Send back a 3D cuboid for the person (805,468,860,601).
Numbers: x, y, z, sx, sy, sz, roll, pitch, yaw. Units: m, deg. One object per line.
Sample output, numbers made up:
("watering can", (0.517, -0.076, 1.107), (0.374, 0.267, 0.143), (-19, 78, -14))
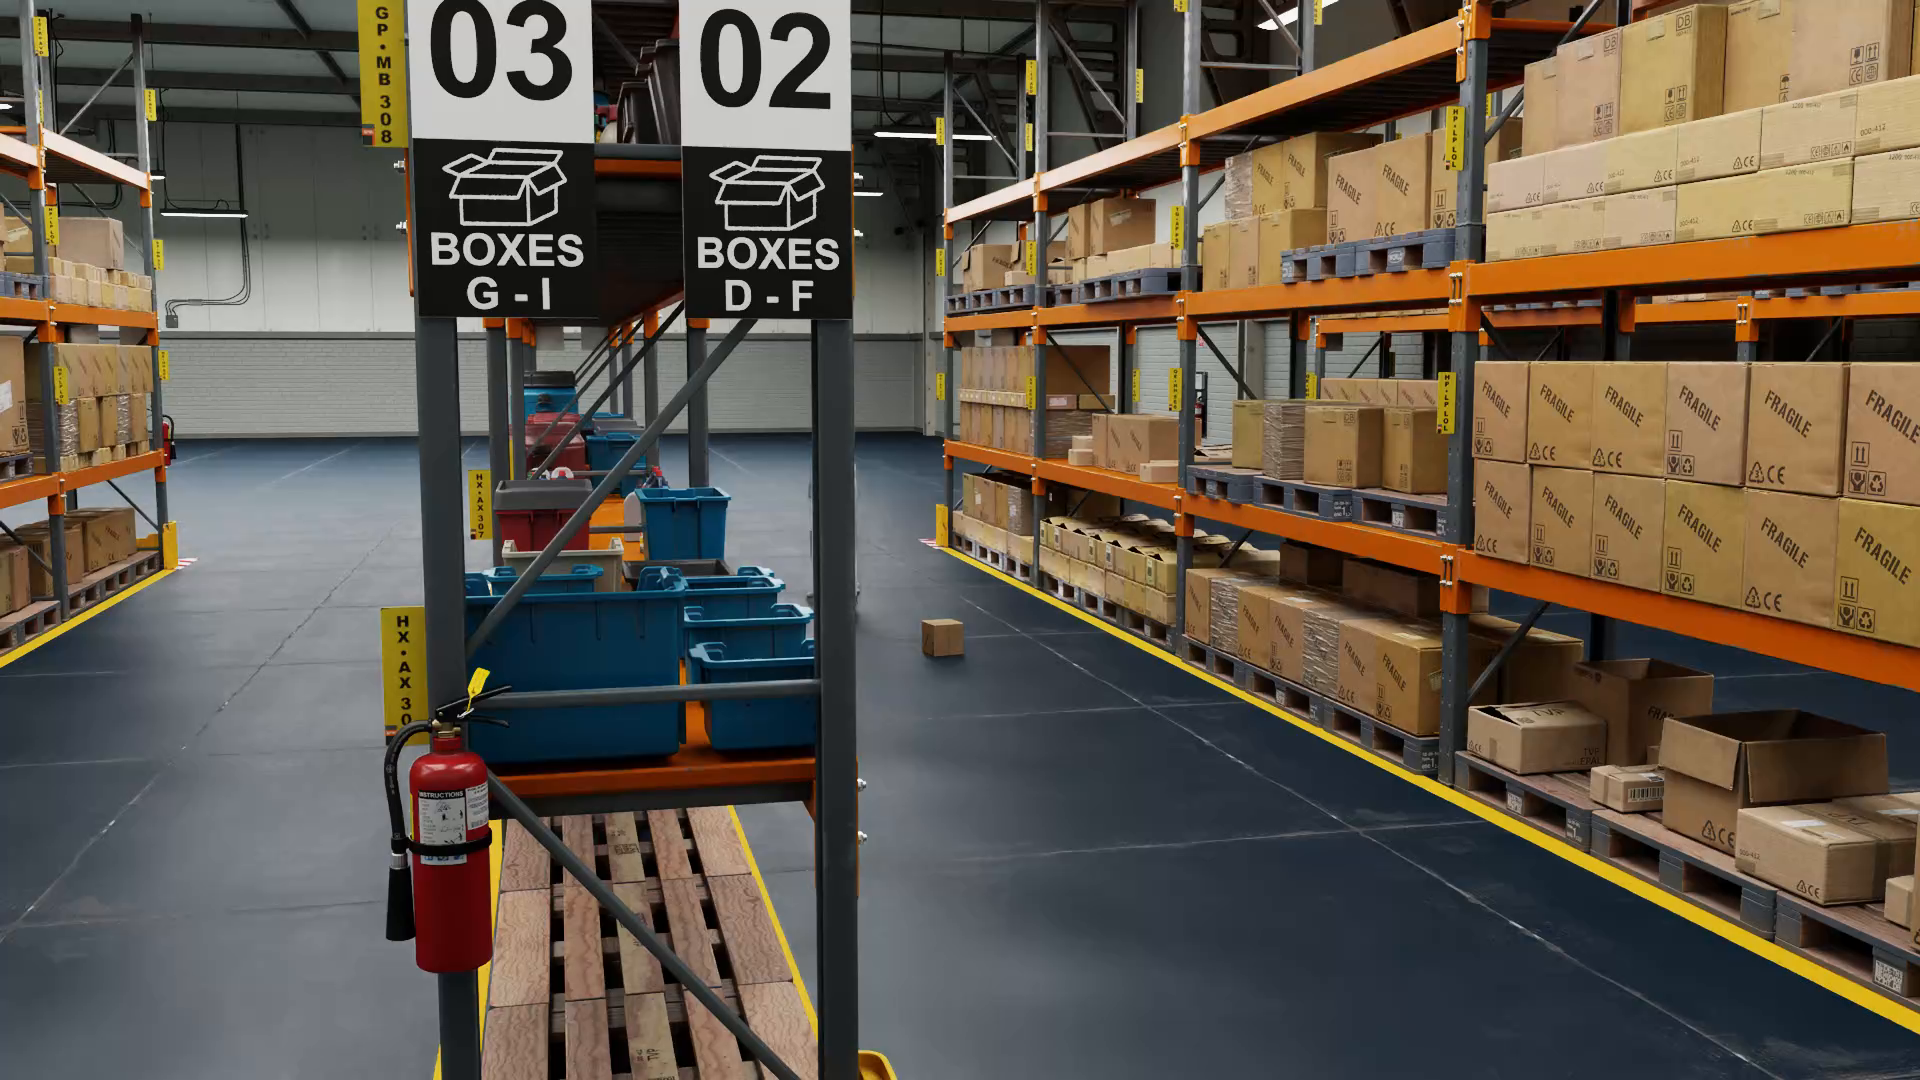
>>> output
("person", (-1.183, -0.219, 15.479), (0.499, 1.647, 0.916), (-3, 7, -25))
